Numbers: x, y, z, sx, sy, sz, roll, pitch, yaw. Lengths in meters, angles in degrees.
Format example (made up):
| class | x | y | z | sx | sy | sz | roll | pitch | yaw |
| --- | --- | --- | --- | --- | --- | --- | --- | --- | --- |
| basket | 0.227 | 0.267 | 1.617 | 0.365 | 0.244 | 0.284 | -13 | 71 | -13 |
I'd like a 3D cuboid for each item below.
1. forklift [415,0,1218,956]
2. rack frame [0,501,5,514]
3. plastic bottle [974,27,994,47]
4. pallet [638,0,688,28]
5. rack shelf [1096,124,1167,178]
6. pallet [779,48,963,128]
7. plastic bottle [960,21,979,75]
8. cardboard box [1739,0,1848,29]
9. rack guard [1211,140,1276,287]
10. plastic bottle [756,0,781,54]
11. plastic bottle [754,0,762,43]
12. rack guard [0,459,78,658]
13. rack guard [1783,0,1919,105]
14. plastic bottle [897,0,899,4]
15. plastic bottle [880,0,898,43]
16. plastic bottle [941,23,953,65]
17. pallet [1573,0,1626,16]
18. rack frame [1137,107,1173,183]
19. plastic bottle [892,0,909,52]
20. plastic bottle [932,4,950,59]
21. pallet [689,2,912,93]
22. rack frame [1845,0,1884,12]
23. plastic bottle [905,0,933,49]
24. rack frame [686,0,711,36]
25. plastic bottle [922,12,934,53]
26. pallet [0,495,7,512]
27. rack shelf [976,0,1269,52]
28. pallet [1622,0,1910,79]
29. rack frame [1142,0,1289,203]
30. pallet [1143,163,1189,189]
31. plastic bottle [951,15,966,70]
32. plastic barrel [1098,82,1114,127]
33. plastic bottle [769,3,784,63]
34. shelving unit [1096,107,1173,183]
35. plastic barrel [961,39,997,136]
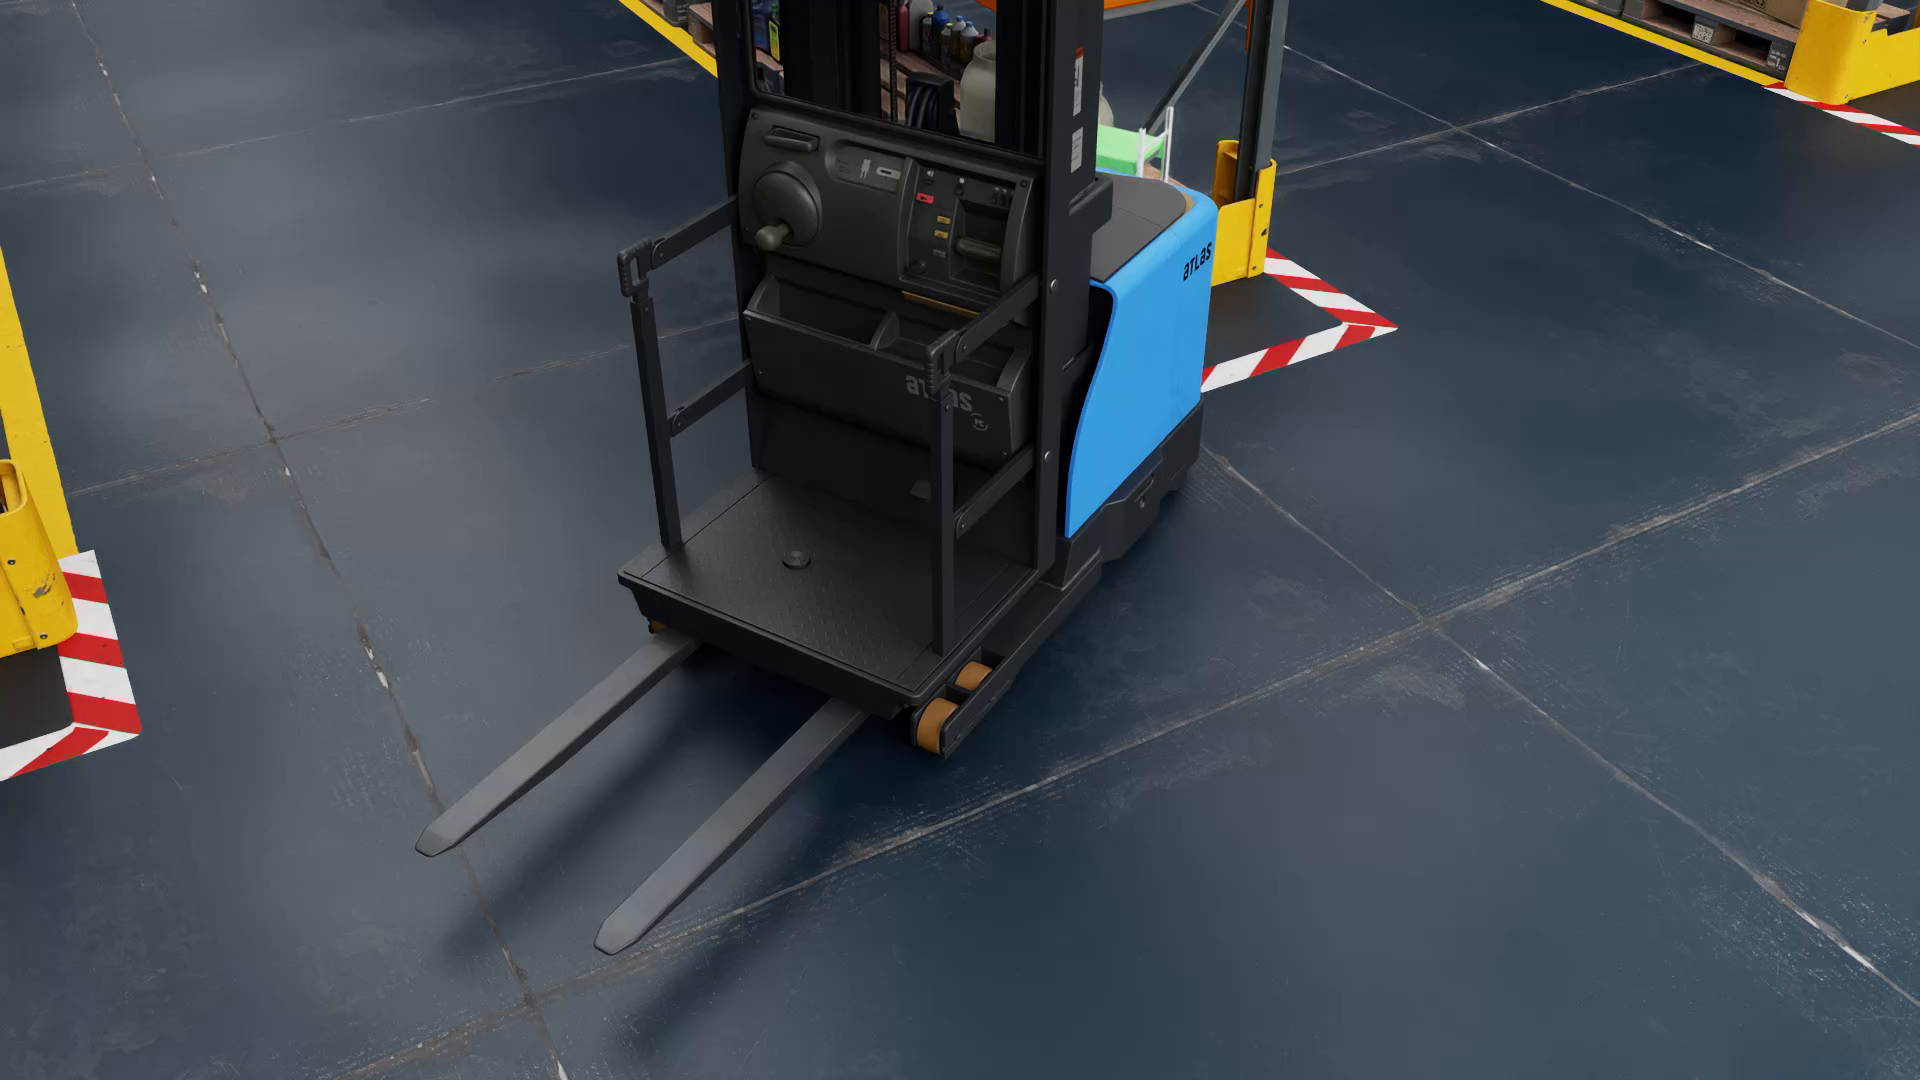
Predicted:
| class | x | y | z | sx | sy | sz | roll | pitch | yaw |
| --- | --- | --- | --- | --- | --- | --- | --- | --- | --- |
| forklift | -0.331 | -0.867 | 4.452 | 1.130 | 2.935 | 3.031 | 20 | 41 | 25 |
| rack frame | -3.421 | -0.828 | 4.341 | 1.000 | 3.000 | 0.127 | -19 | 40 | -24 |
| plastic bottle | 0.124 | -2.513 | 8.577 | 0.061 | 0.283 | 0.133 | -18 | 40 | -23 |
| pallet | -1.574 | -3.597 | 10.496 | 1.003 | 0.211 | 1.213 | -19 | 40 | -24 |
| rack shelf | 0.463 | -1.368 | 5.900 | 0.480 | 0.148 | 0.258 | 20 | 40 | 25 |
| pallet | -0.228 | -2.230 | 8.625 | 1.003 | 0.211 | 1.213 | -19 | 40 | -24 |
| plastic bottle | 0.050 | -2.562 | 8.655 | 0.097 | 0.271 | 0.097 | 0 | 36 | 0 |
| cardboard box | 4.846 | -3.246 | 9.414 | 0.500 | 0.500 | 0.500 | -12 | 38 | -16 |
| rack guard | 0.784 | -1.310 | 7.119 | 1.175 | 0.500 | 0.348 | -19 | 40 | -24 |
| plastic bottle | -1.005 | -2.811 | 8.929 | 0.144 | 0.351 | 0.185 | -21 | 41 | -26 |
| plastic bottle | -1.100 | -2.907 | 9.061 | 0.144 | 0.351 | 0.185 | -18 | 40 | -23 |
| rack guard | -3.409 | 0.193 | 5.062 | 1.175 | 0.500 | 0.348 | -19 | 40 | -24 |
| rack guard | 5.108 | -2.791 | 9.148 | 1.175 | 0.500 | 0.348 | -19 | 40 | -24 |
| plastic bottle | -0.315 | -2.937 | 9.100 | 0.144 | 0.351 | 0.185 | -19 | 40 | -24 |
| plastic bottle | -0.391 | -2.866 | 9.061 | 0.061 | 0.283 | 0.133 | -19 | 40 | -24 |
| plastic bottle | -0.050 | -2.635 | 8.814 | 0.097 | 0.201 | 0.097 | 0 | 36 | 0 |
| pallet | 4.121 | -3.721 | 10.665 | 1.003 | 0.211 | 1.213 | -19 | 40 | -24 |
| rack frame | 0.673 | -0.957 | 6.044 | 0.015 | 1.200 | 0.240 | 20 | 40 | 25 |
| plastic bottle | -0.328 | -2.793 | 8.961 | 0.061 | 0.283 | 0.133 | -19 | 40 | -24 |
| plastic bottle | -0.102 | -2.716 | 8.866 | 0.097 | 0.271 | 0.097 | 0 | 36 | 0 |
| pallet | -0.845 | -2.853 | 9.478 | 1.003 | 0.211 | 1.213 | -19 | 40 | -24 |
| rack frame | 5.146 | -3.762 | 8.358 | 1.000 | 3.000 | 0.127 | -19 | 40 | -24 |
| plastic bottle | -0.237 | -2.822 | 9.007 | 0.152 | 0.276 | 0.135 | -18 | 40 | -23 |
| rack frame | -1.146 | -4.334 | 9.141 | 1.000 | 3.000 | 0.127 | -19 | 40 | -24 |
| plastic bottle | -0.154 | -2.740 | 8.958 | 0.097 | 0.201 | 0.097 | 0 | 36 | 0 |
| pallet | -3.842 | -0.080 | 5.680 | 1.003 | 0.211 | 1.213 | -19 | 40 | -24 |
| rack shelf | -0.142 | -3.024 | 7.957 | 1.077 | 0.370 | 4.000 | -19 | 40 | -24 |
| pallet | 4.730 | -3.099 | 9.815 | 1.003 | 0.211 | 1.213 | -19 | 40 | -24 |
| rack frame | 0.863 | -2.294 | 6.348 | 1.000 | 3.000 | 0.127 | -19 | 40 | -24 |
| pallet | 0.381 | -1.609 | 7.774 | 1.003 | 0.211 | 1.213 | -19 | 40 | -24 |
| plastic bottle | -0.001 | -2.613 | 8.725 | 0.097 | 0.271 | 0.097 | 0 | 36 | 0 |
| plastic barrel | 0.467 | -1.772 | 7.386 | 0.421 | 0.512 | 0.421 | 0 | 36 | 0 |
| plastic bottle | -0.958 | -2.687 | 8.816 | 0.061 | 0.283 | 0.133 | -17 | 39 | -22 |
| shelving unit | 0.464 | -1.032 | 6.145 | 0.503 | 1.200 | 0.258 | 20 | 40 | 25 |
| plastic barrel | 0.215 | -2.028 | 7.736 | 0.421 | 0.512 | 0.421 | 0 | 36 | 0 |
